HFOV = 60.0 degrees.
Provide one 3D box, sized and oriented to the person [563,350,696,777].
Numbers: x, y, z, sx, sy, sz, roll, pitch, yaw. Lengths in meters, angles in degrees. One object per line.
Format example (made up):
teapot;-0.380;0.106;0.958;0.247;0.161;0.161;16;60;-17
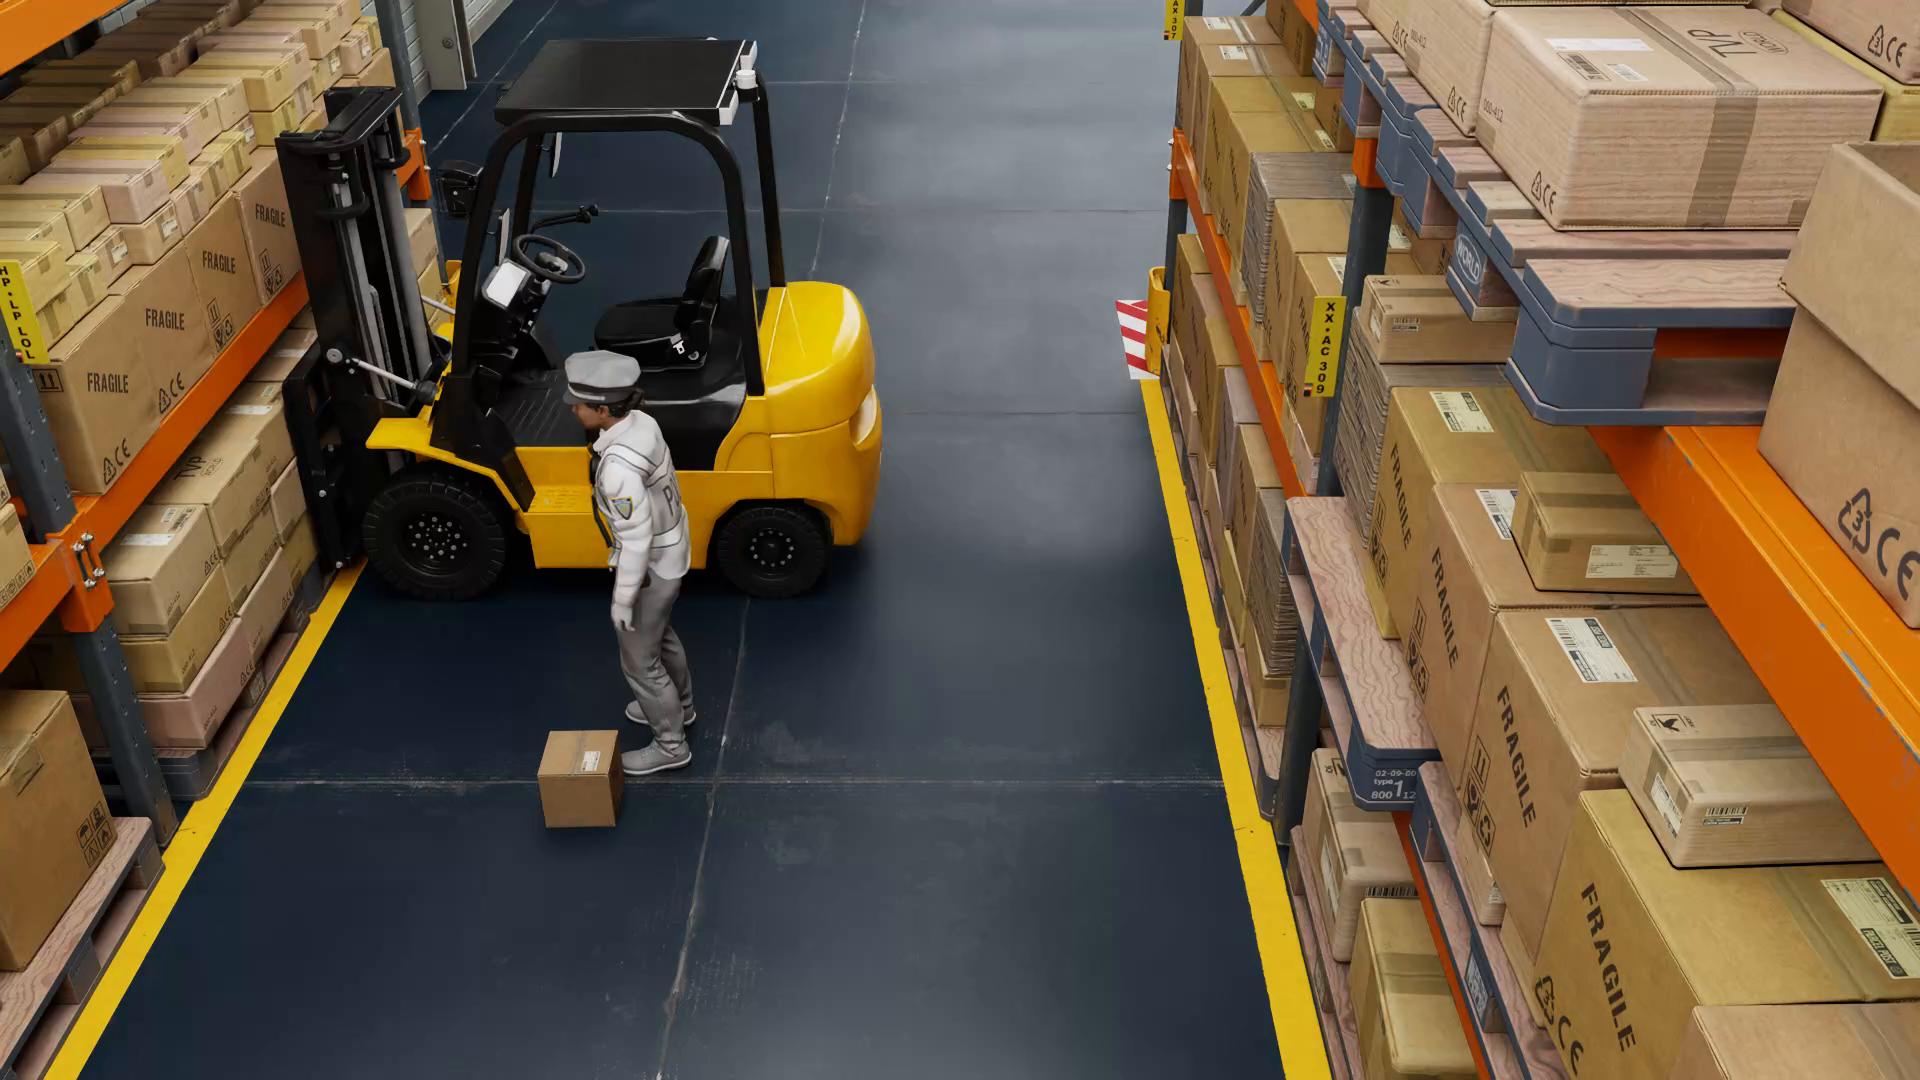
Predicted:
person;-1.148;0.099;5.969;0.370;1.666;0.545;-1;32;-2
